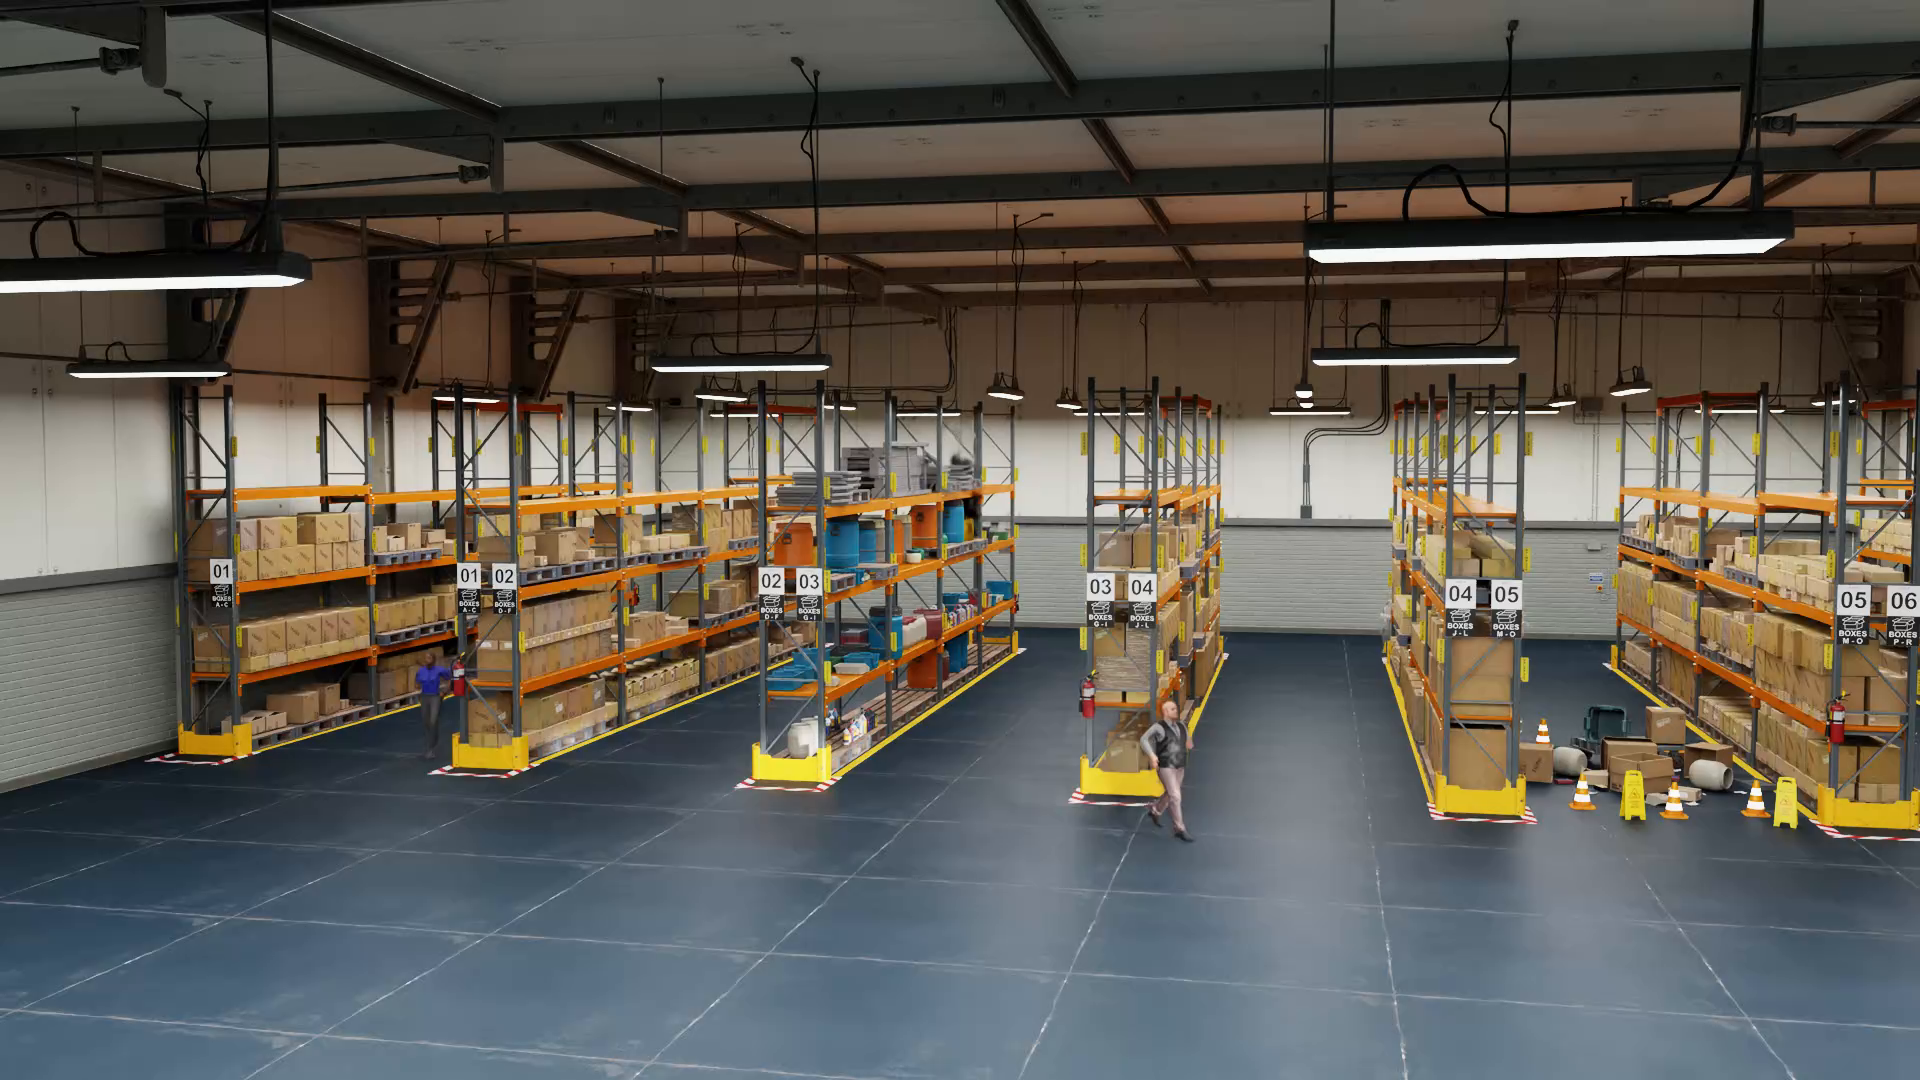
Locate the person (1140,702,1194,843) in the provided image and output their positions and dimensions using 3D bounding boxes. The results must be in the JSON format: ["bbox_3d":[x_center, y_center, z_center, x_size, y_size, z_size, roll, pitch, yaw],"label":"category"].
[{"bbox_3d":[2.695,2.925,21.276,0.651,1.720,0.955,-2,4,-38],"label":"person"}]

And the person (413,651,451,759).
[{"bbox_3d":[-8.601,2.661,27.047,0.578,1.711,0.793,1,3,10],"label":"person"}]

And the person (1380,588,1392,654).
[{"bbox_3d":[10.311,1.966,39.890,0.556,1.667,0.730,2,4,26],"label":"person"}]
